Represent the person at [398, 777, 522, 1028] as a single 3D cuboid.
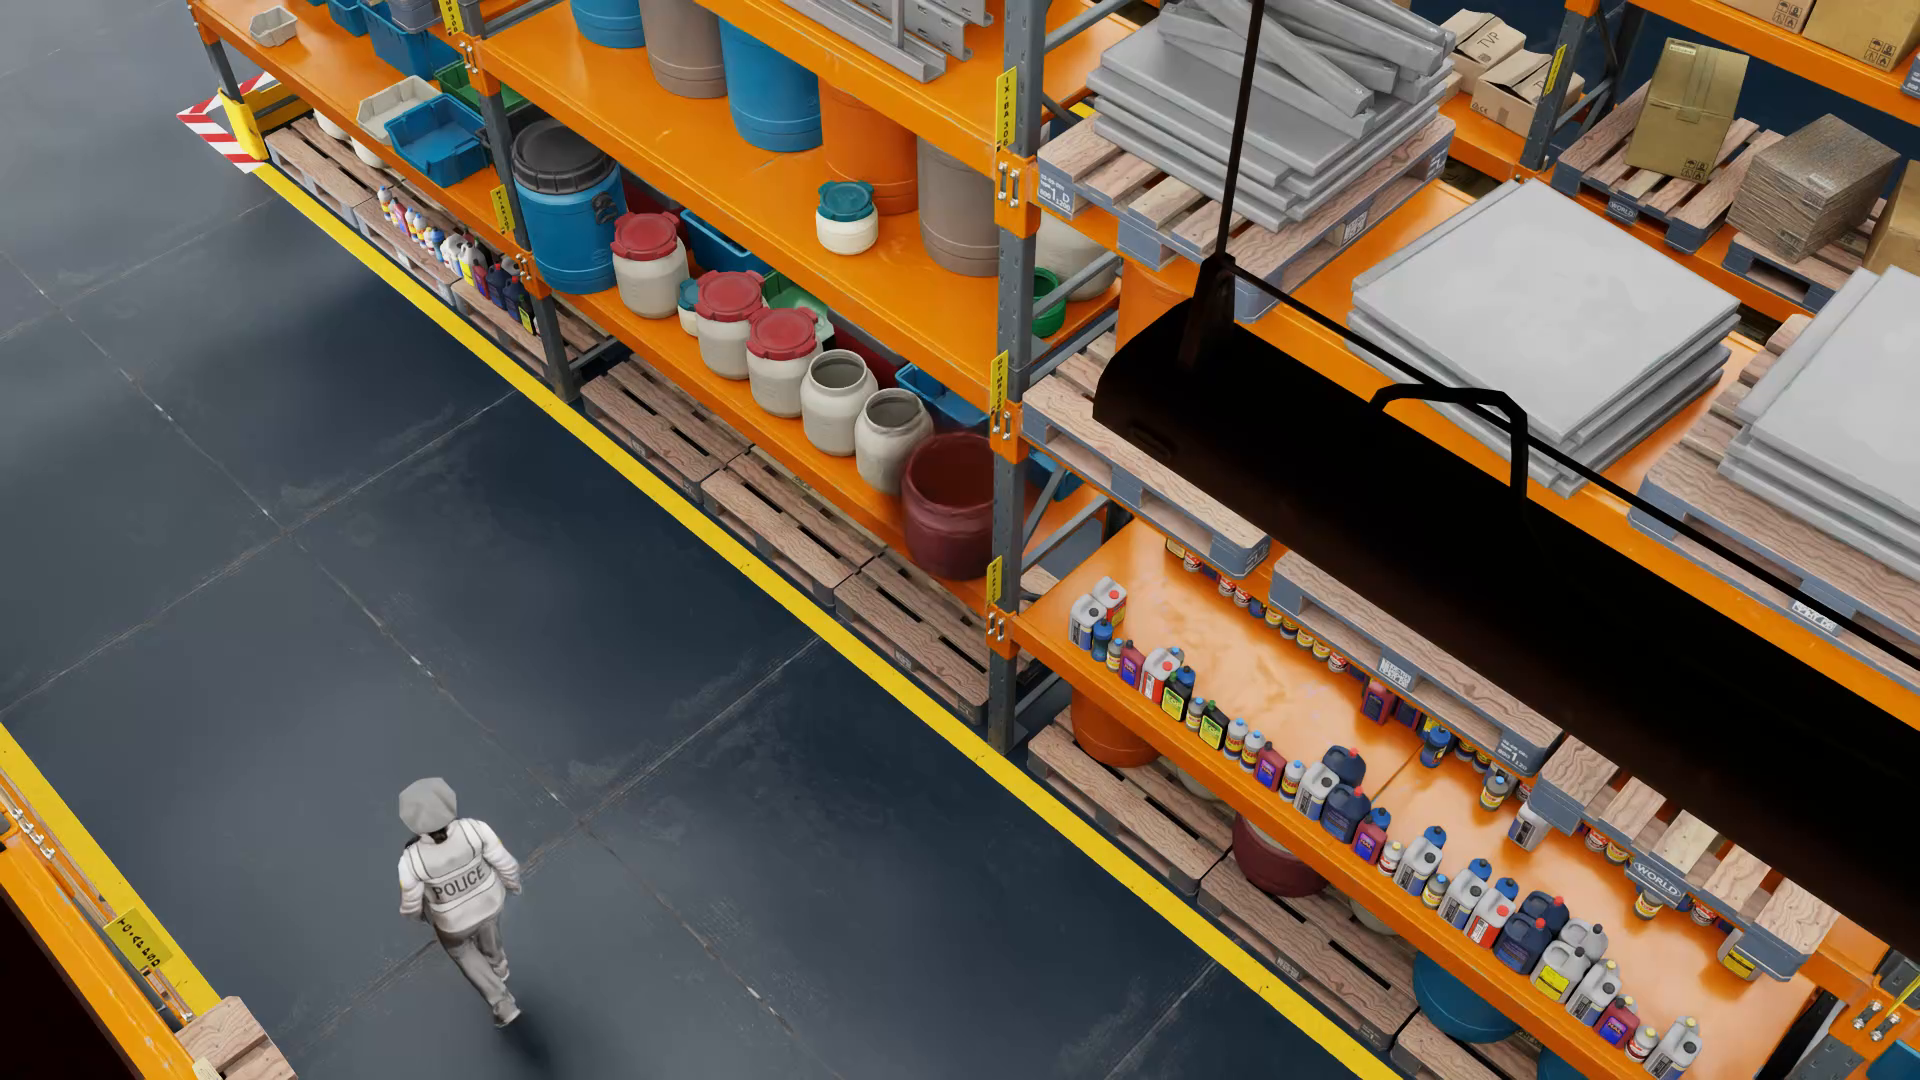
[{"bbox_3d":[-2.290,1.708,7.752,0.550,1.586,0.678,-28,55,-21],"label":"person"}]
